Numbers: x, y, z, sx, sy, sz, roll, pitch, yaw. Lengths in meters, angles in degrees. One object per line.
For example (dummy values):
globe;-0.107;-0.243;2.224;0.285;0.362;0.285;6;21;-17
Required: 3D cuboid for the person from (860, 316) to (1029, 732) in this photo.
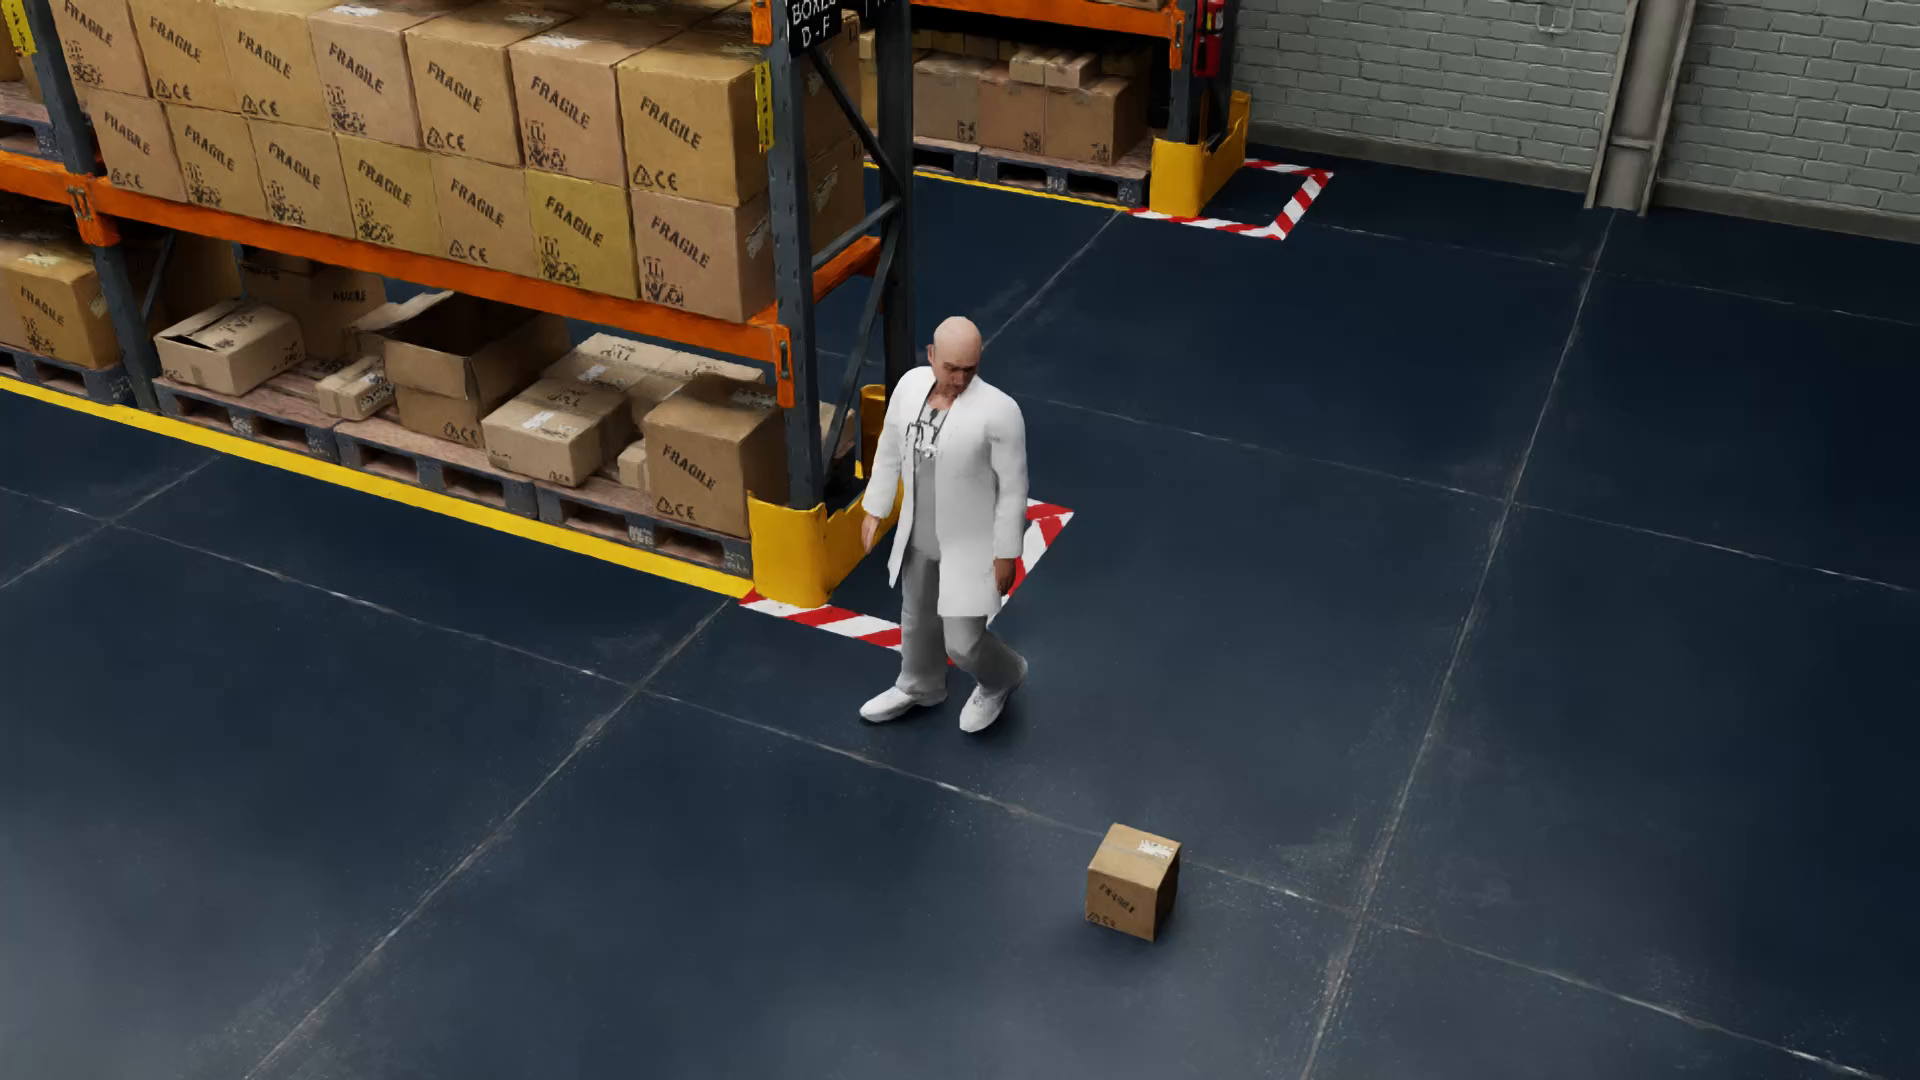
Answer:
person;-0.031;-0.037;6.176;0.669;1.779;0.533;27;42;34
